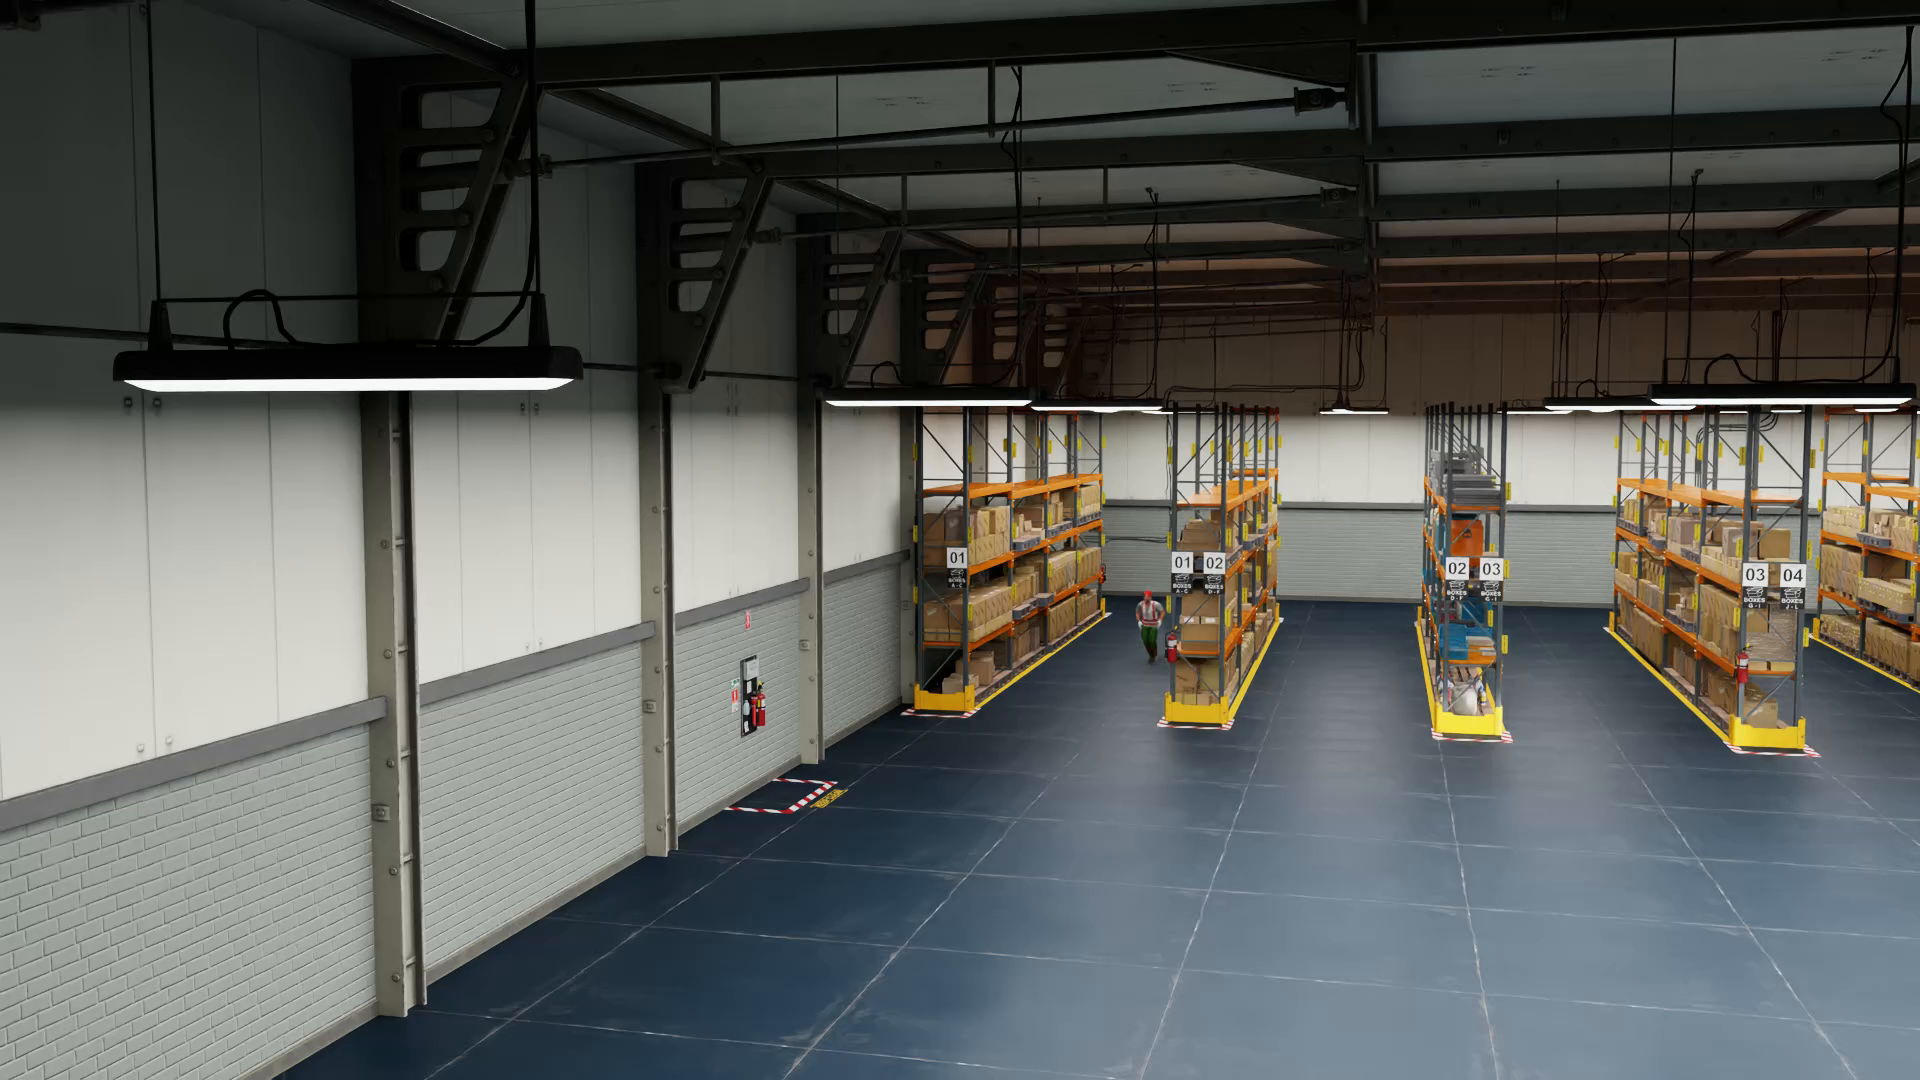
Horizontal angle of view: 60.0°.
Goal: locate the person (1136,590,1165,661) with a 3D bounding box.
[{"bbox_3d":[4.457,2.007,38.987,0.691,1.688,0.627,2,5,22],"label":"person"}]
